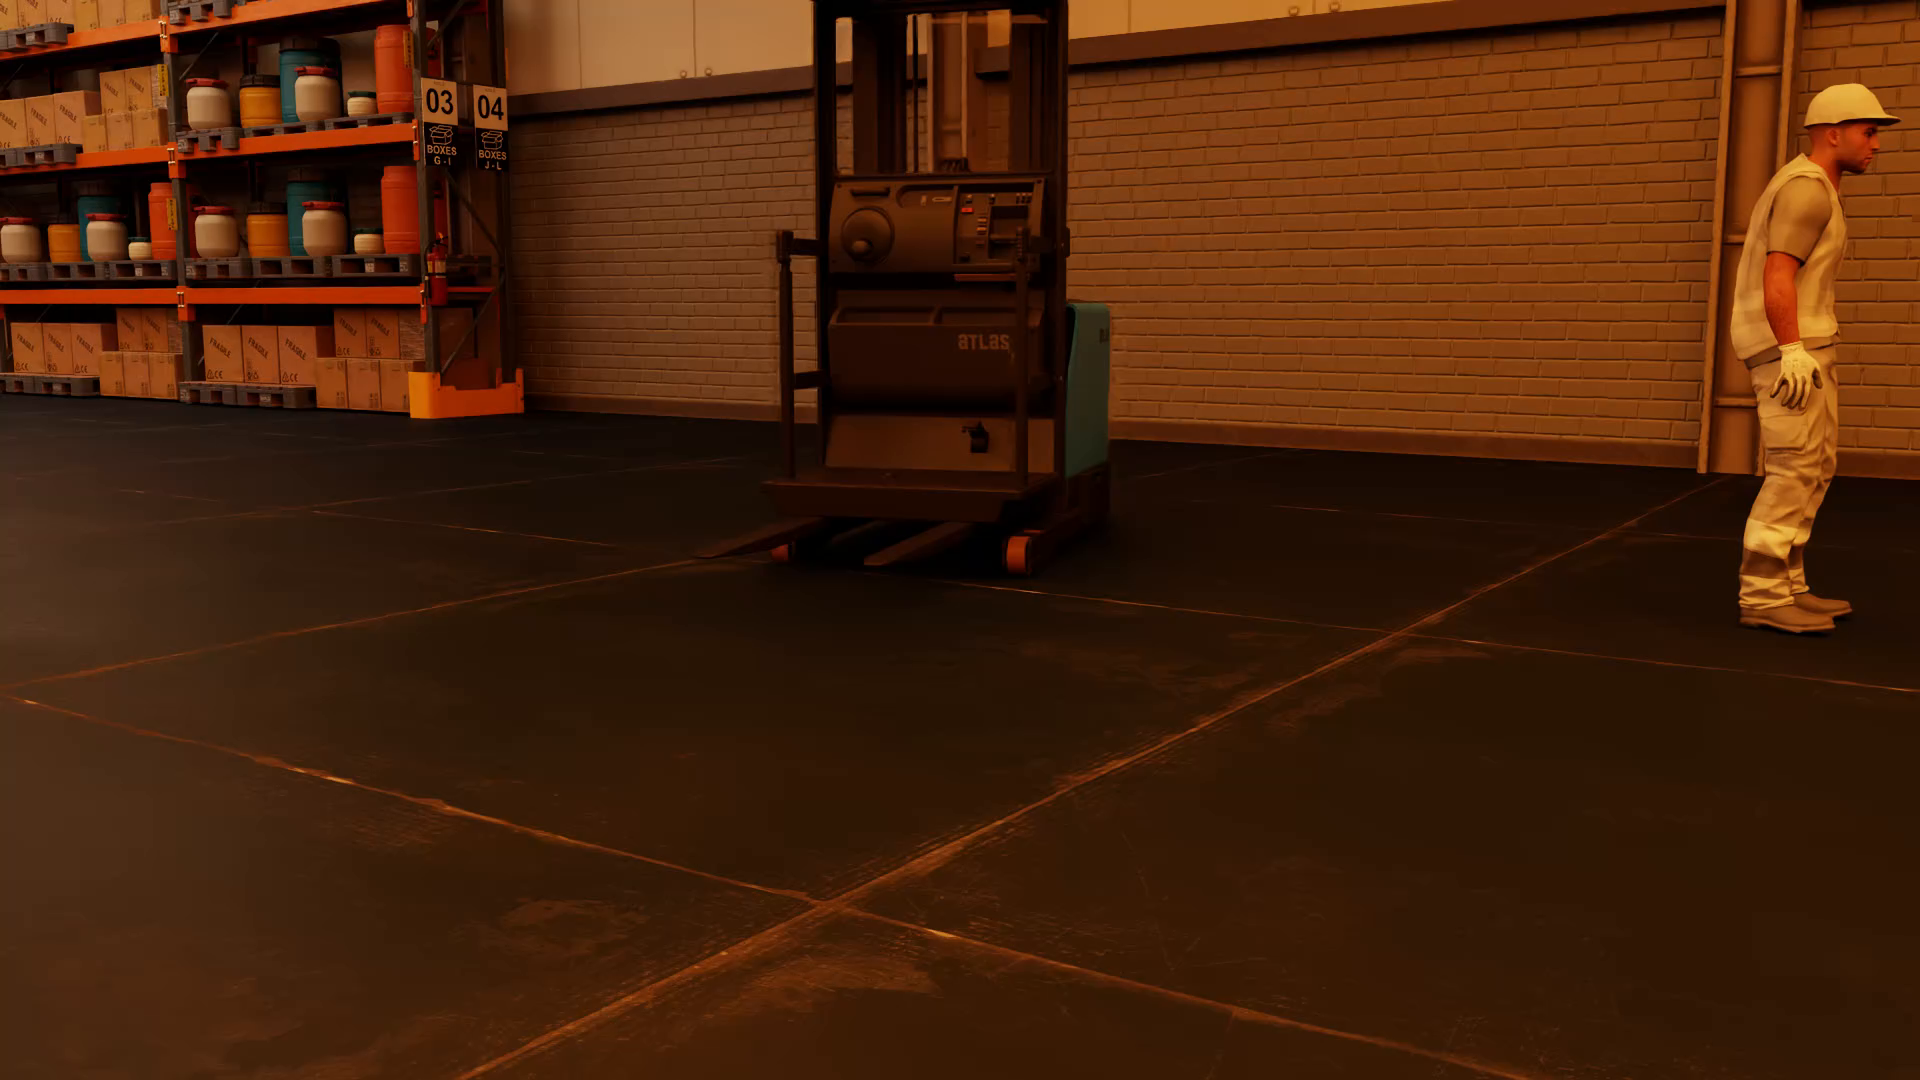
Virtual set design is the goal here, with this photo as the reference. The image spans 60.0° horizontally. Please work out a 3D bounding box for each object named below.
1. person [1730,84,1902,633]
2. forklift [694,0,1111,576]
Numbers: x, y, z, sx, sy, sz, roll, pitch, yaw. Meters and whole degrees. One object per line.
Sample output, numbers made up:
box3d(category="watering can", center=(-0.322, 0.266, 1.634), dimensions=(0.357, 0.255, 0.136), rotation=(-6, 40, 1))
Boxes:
box3d(category="person", center=(2.814, -0.602, 5.538), dimensions=(0.452, 1.777, 0.608), rotation=(6, 10, 34))
box3d(category="forklift", center=(-0.159, -1.367, 6.809), dimensions=(1.130, 2.935, 3.031), rotation=(2, 8, 16))
